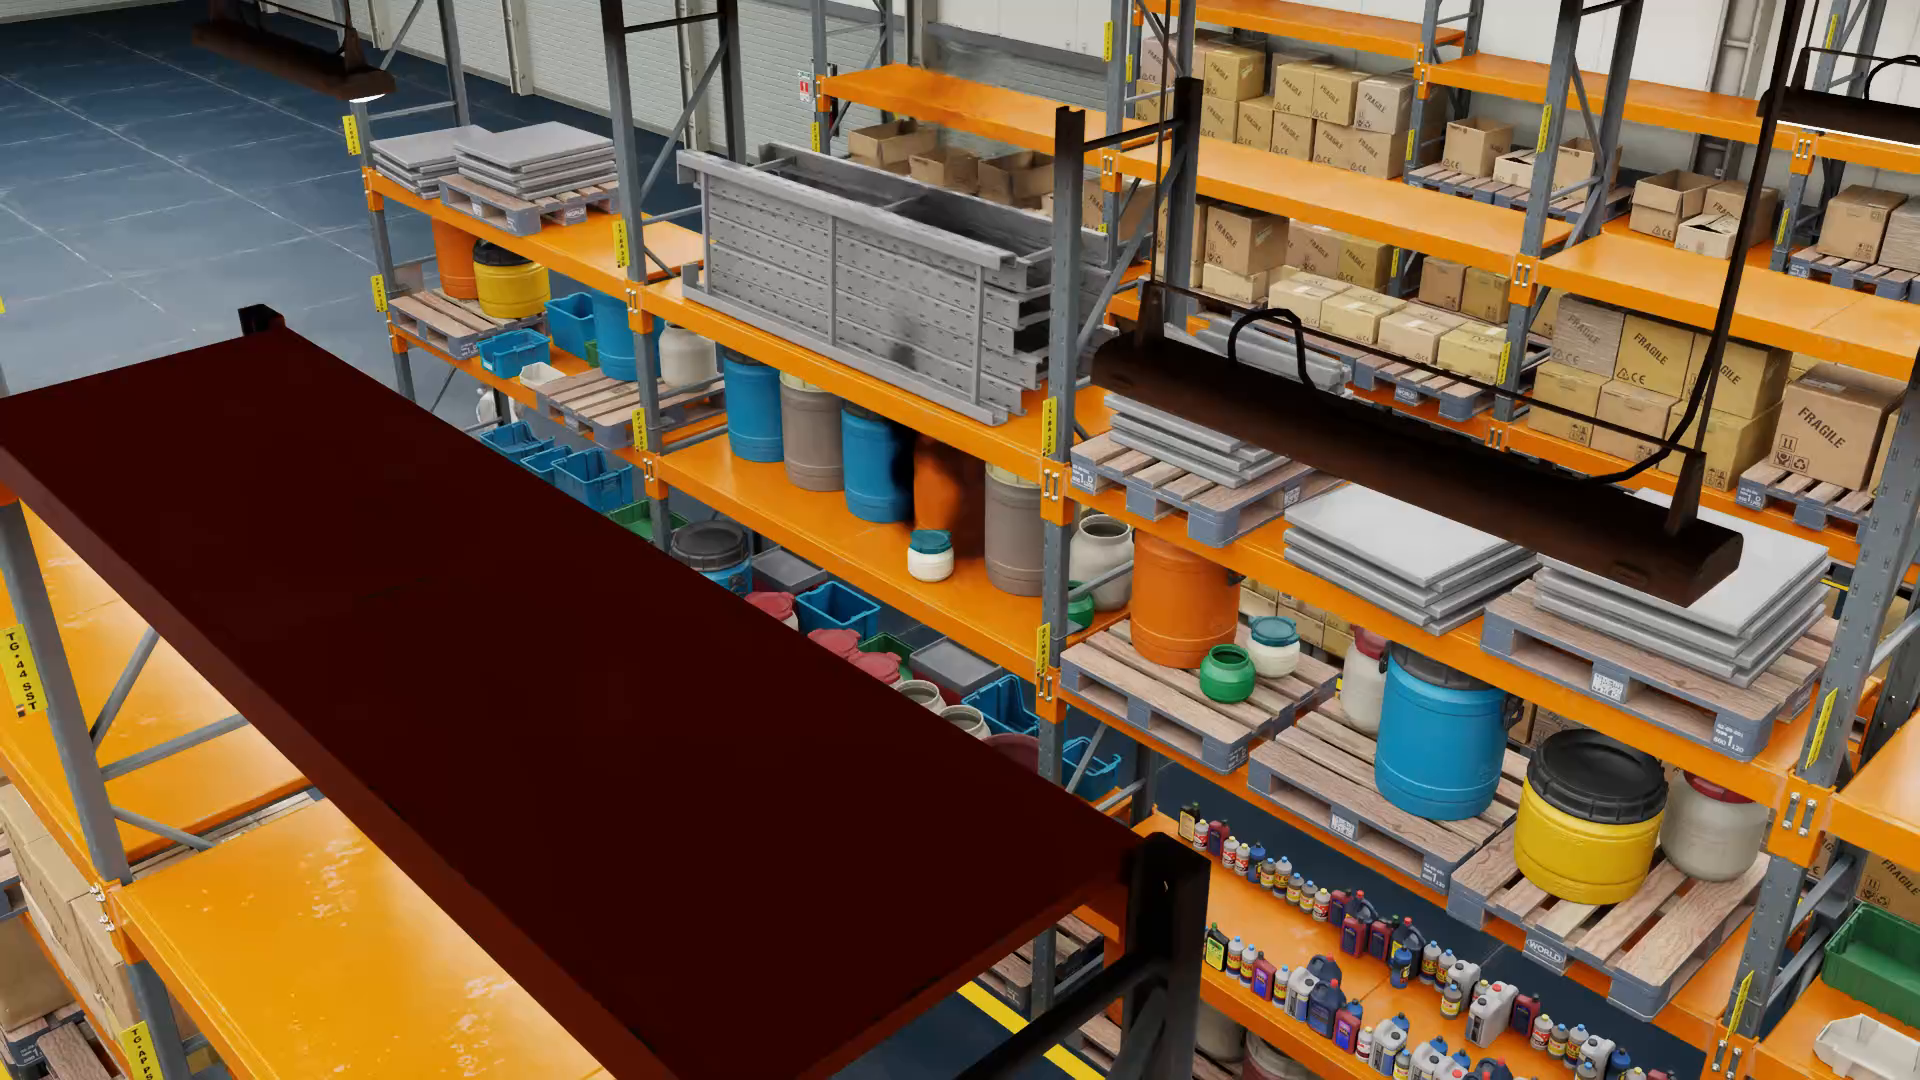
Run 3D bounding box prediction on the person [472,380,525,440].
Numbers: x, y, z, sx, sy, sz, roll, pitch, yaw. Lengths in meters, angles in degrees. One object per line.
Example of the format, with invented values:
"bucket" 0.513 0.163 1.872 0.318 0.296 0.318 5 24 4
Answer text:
"person" -4.784 -1.078 17.074 0.534 1.700 0.684 4 29 8
